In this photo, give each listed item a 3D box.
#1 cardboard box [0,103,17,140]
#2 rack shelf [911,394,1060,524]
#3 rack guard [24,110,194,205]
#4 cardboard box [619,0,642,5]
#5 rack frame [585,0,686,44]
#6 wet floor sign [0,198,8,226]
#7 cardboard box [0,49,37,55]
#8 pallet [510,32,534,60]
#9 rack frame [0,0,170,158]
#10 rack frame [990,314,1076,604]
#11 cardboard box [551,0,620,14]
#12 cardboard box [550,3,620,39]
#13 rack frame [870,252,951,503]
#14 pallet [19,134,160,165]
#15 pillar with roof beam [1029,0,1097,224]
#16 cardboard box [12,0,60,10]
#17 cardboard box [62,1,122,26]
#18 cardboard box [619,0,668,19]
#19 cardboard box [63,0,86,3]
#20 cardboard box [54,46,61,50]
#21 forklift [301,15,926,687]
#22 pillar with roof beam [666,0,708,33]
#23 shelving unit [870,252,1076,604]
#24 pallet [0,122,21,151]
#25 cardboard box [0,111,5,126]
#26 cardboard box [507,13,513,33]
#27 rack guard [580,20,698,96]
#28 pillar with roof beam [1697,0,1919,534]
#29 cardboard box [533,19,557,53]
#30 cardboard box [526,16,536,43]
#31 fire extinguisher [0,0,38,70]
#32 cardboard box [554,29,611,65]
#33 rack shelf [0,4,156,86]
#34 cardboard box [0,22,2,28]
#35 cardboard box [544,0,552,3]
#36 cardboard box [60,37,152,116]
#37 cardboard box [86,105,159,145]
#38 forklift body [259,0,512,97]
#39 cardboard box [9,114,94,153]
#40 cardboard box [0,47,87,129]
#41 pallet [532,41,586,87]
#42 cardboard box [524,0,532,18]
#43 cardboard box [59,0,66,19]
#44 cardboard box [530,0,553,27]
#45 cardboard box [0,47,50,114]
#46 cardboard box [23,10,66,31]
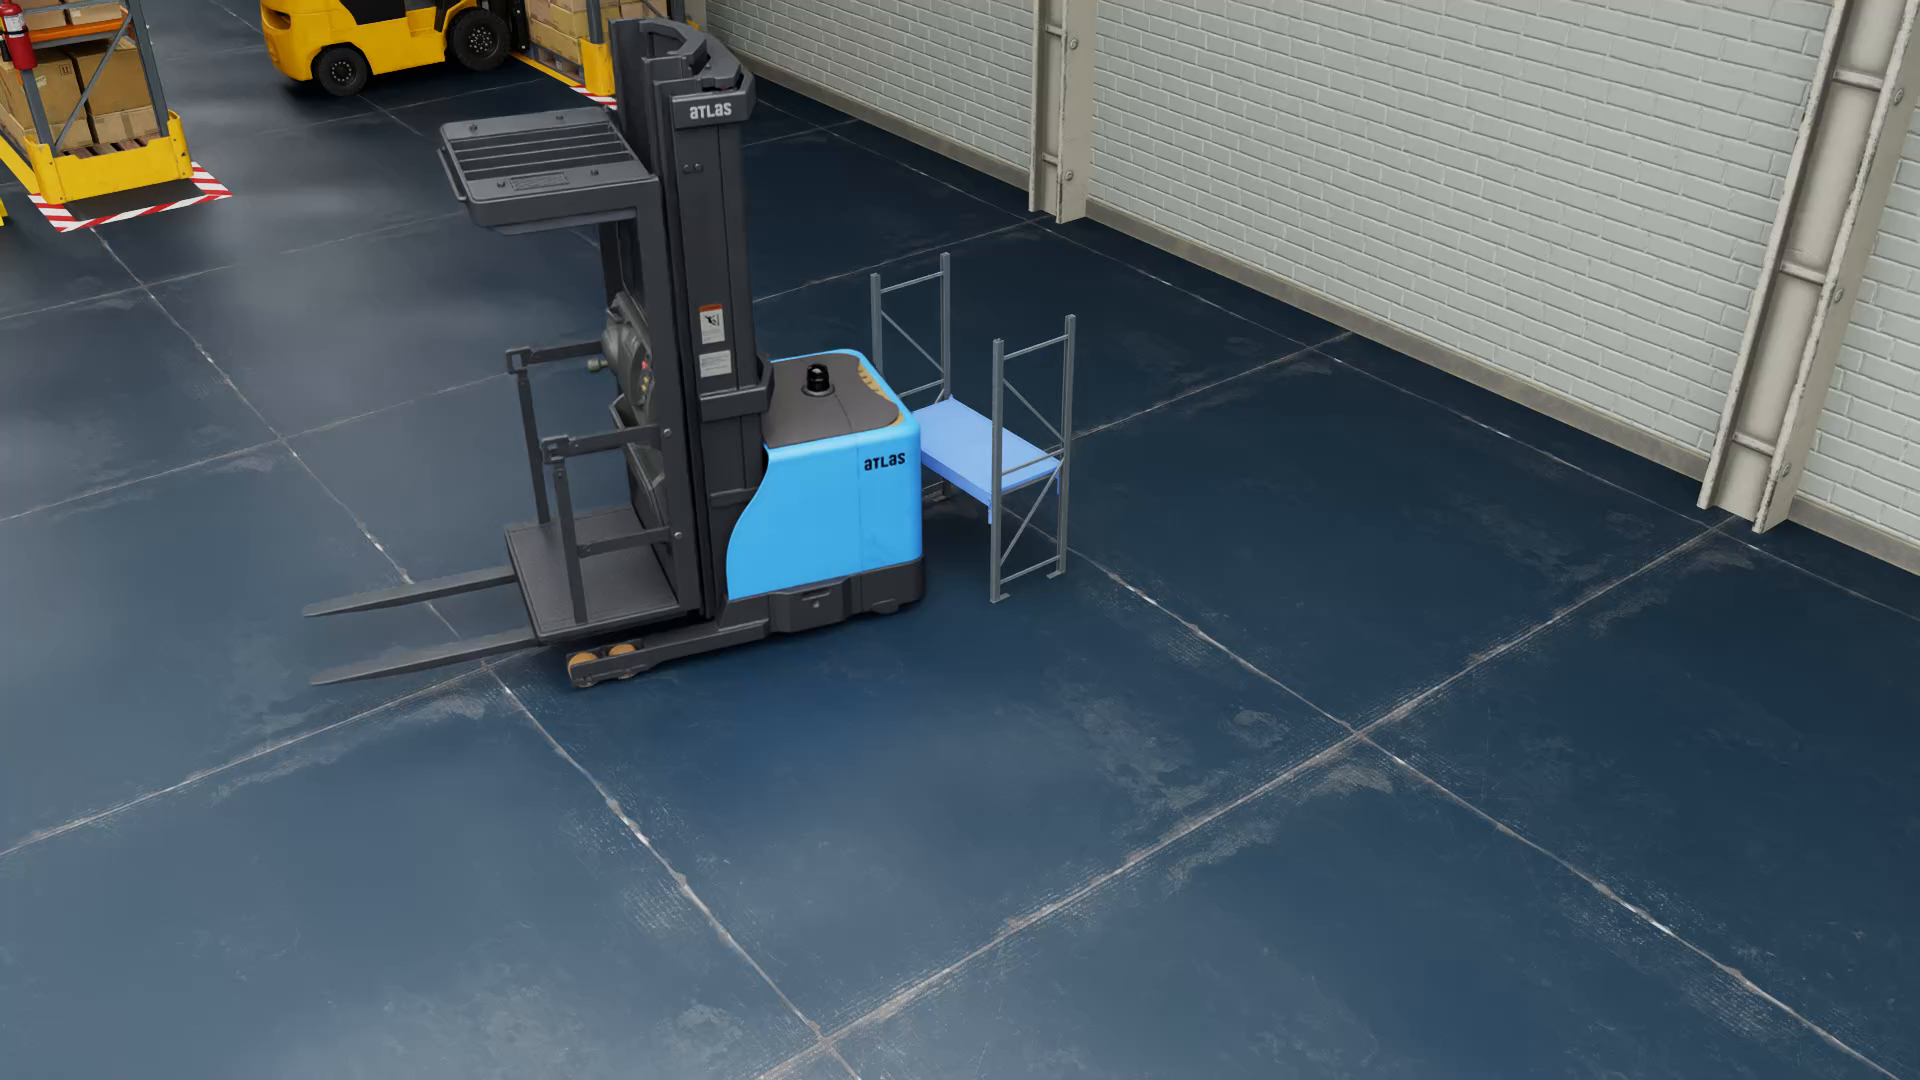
[{"bbox_3d":[-8.103,-3.731,14.622,0.500,0.250,0.500,-22,38,-31],"label":"cardboard box"},{"bbox_3d":[0.052,-0.449,8.892,0.538,0.185,1.000,-22,38,-31],"label":"rack shelf"},{"bbox_3d":[-7.130,-3.222,13.964,1.175,0.500,0.348,-22,38,-31],"label":"rack guard"},{"bbox_3d":[-3.310,-5.556,16.614,0.500,0.250,0.500,-23,39,-32],"label":"cardboard box"},{"bbox_3d":[-3.164,-5.860,15.842,1.000,3.000,0.127,-22,38,-31],"label":"rack frame"},{"bbox_3d":[-7.812,-2.827,13.190,0.267,0.644,0.232,-10,33,-15],"label":"wet floor sign"},{"bbox_3d":[-8.058,-4.237,14.112,0.380,0.149,0.250,-21,38,-30],"label":"cardboard box"},{"bbox_3d":[-4.410,-5.488,17.887,1.003,0.211,1.213,-22,38,-31],"label":"pallet"},{"bbox_3d":[-7.083,-4.252,13.253,1.000,3.000,0.127,-22,38,-31],"label":"rack frame"},{"bbox_3d":[0.364,-0.390,8.456,0.500,1.500,0.032,-22,38,-31],"label":"rack frame"},{"bbox_3d":[-3.693,-5.386,16.339,0.500,0.250,0.500,-21,37,-30],"label":"cardboard box"},{"bbox_3d":[-3.710,-5.184,16.488,0.500,0.250,0.500,-23,38,-32],"label":"cardboard box"},{"bbox_3d":[-0.259,-0.813,9.138,0.500,1.500,0.032,-22,38,-31],"label":"rack frame"},{"bbox_3d":[-7.600,-3.449,14.604,1.003,0.211,1.213,-22,38,-31],"label":"pallet"},{"bbox_3d":[-2.601,-5.097,8.927,9.100,9.000,0.400,-22,38,-31],"label":"pillar with roof beam"},{"bbox_3d":[-7.633,-4.558,13.369,0.500,0.500,0.500,-23,39,-32],"label":"cardboard box"},{"bbox_3d":[-7.128,-4.354,13.656,0.380,0.149,0.250,-22,38,-31],"label":"cardboard box"},{"bbox_3d":[-3.289,-5.346,16.748,0.500,0.250,0.500,-21,38,-31],"label":"cardboard box"},{"bbox_3d":[-7.154,-4.708,13.611,0.500,0.500,0.500,-23,39,-32],"label":"cardboard box"},{"bbox_3d":[-7.698,-4.233,14.720,0.500,0.500,0.500,-24,39,-33],"label":"cardboard box"},{"bbox_3d":[-1.748,-0.845,7.833,3.031,2.935,1.130,-12,34,-19],"label":"forklift"},{"bbox_3d":[-6.280,-7.597,12.953,9.100,9.000,0.400,-22,38,-31],"label":"pillar with roof beam"},{"bbox_3d":[0.052,-0.602,8.797,0.538,1.500,1.048,-22,38,-31],"label":"shelving unit"},{"bbox_3d":[-8.344,-3.957,15.422,1.003,0.211,1.213,-22,38,-31],"label":"pallet"},{"bbox_3d":[-8.428,-3.947,14.970,0.500,0.250,0.500,-24,39,-33],"label":"cardboard box"},{"bbox_3d":[-4.635,-5.595,17.623,0.500,0.250,0.500,-21,38,-30],"label":"cardboard box"},{"bbox_3d":[-3.150,-4.788,16.485,1.175,0.500,0.348,-22,38,-31],"label":"rack guard"},{"bbox_3d":[1.079,-2.596,4.901,9.100,9.000,0.400,-22,38,-31],"label":"pillar with roof beam"},{"bbox_3d":[-3.999,-5.174,16.946,0.500,0.250,0.500,-22,38,-31],"label":"cardboard box"},{"bbox_3d":[-4.299,-5.385,17.286,0.500,0.250,0.500,-22,38,-31],"label":"cardboard box"},{"bbox_3d":[-7.377,-4.023,12.957,0.296,0.674,0.183,-22,38,-31],"label":"fire extinguisher"},{"bbox_3d":[-3.702,-4.964,16.607,0.500,0.250,0.500,-22,38,-31],"label":"cardboard box"},{"bbox_3d":[-8.309,-4.780,14.785,1.077,0.370,4.000,-22,38,-31],"label":"rack shelf"},{"bbox_3d":[-7.724,-4.302,13.571,0.380,0.149,0.250,-23,38,-32],"label":"cardboard box"},{"bbox_3d":[-4.011,-5.597,16.679,0.500,0.250,0.500,-22,38,-31],"label":"cardboard box"},{"bbox_3d":[-7.374,-4.017,14.371,0.500,0.500,0.500,-24,39,-33],"label":"cardboard box"},{"bbox_3d":[-7.359,-3.688,14.553,0.500,0.250,0.500,-23,38,-32],"label":"cardboard box"},{"bbox_3d":[-5.768,-5.699,16.388,2.313,2.155,1.214,-22,38,-31],"label":"forklift body"},{"bbox_3d":[-7.806,-3.522,14.286,0.500,0.250,0.500,-22,38,-32],"label":"cardboard box"},{"bbox_3d":[-7.780,-3.831,14.072,0.500,0.500,0.500,-22,38,-31],"label":"cardboard box"},{"bbox_3d":[-3.666,-4.980,17.069,1.003,0.211,1.213,-22,38,-31],"label":"pallet"},{"bbox_3d":[-4.342,-5.605,17.166,0.500,0.250,0.500,-23,39,-32],"label":"cardboard box"},{"bbox_3d":[-7.294,-4.455,13.817,0.380,0.149,0.250,-22,38,-31],"label":"cardboard box"},{"bbox_3d":[-4.009,-5.397,16.830,0.500,0.250,0.500,-23,38,-32],"label":"cardboard box"},{"bbox_3d":[-8.103,-4.047,14.420,0.500,0.500,0.500,-21,37,-30],"label":"cardboard box"},{"bbox_3d":[-7.481,-4.232,13.459,0.380,0.149,0.250,-21,37,-30],"label":"cardboard box"}]
